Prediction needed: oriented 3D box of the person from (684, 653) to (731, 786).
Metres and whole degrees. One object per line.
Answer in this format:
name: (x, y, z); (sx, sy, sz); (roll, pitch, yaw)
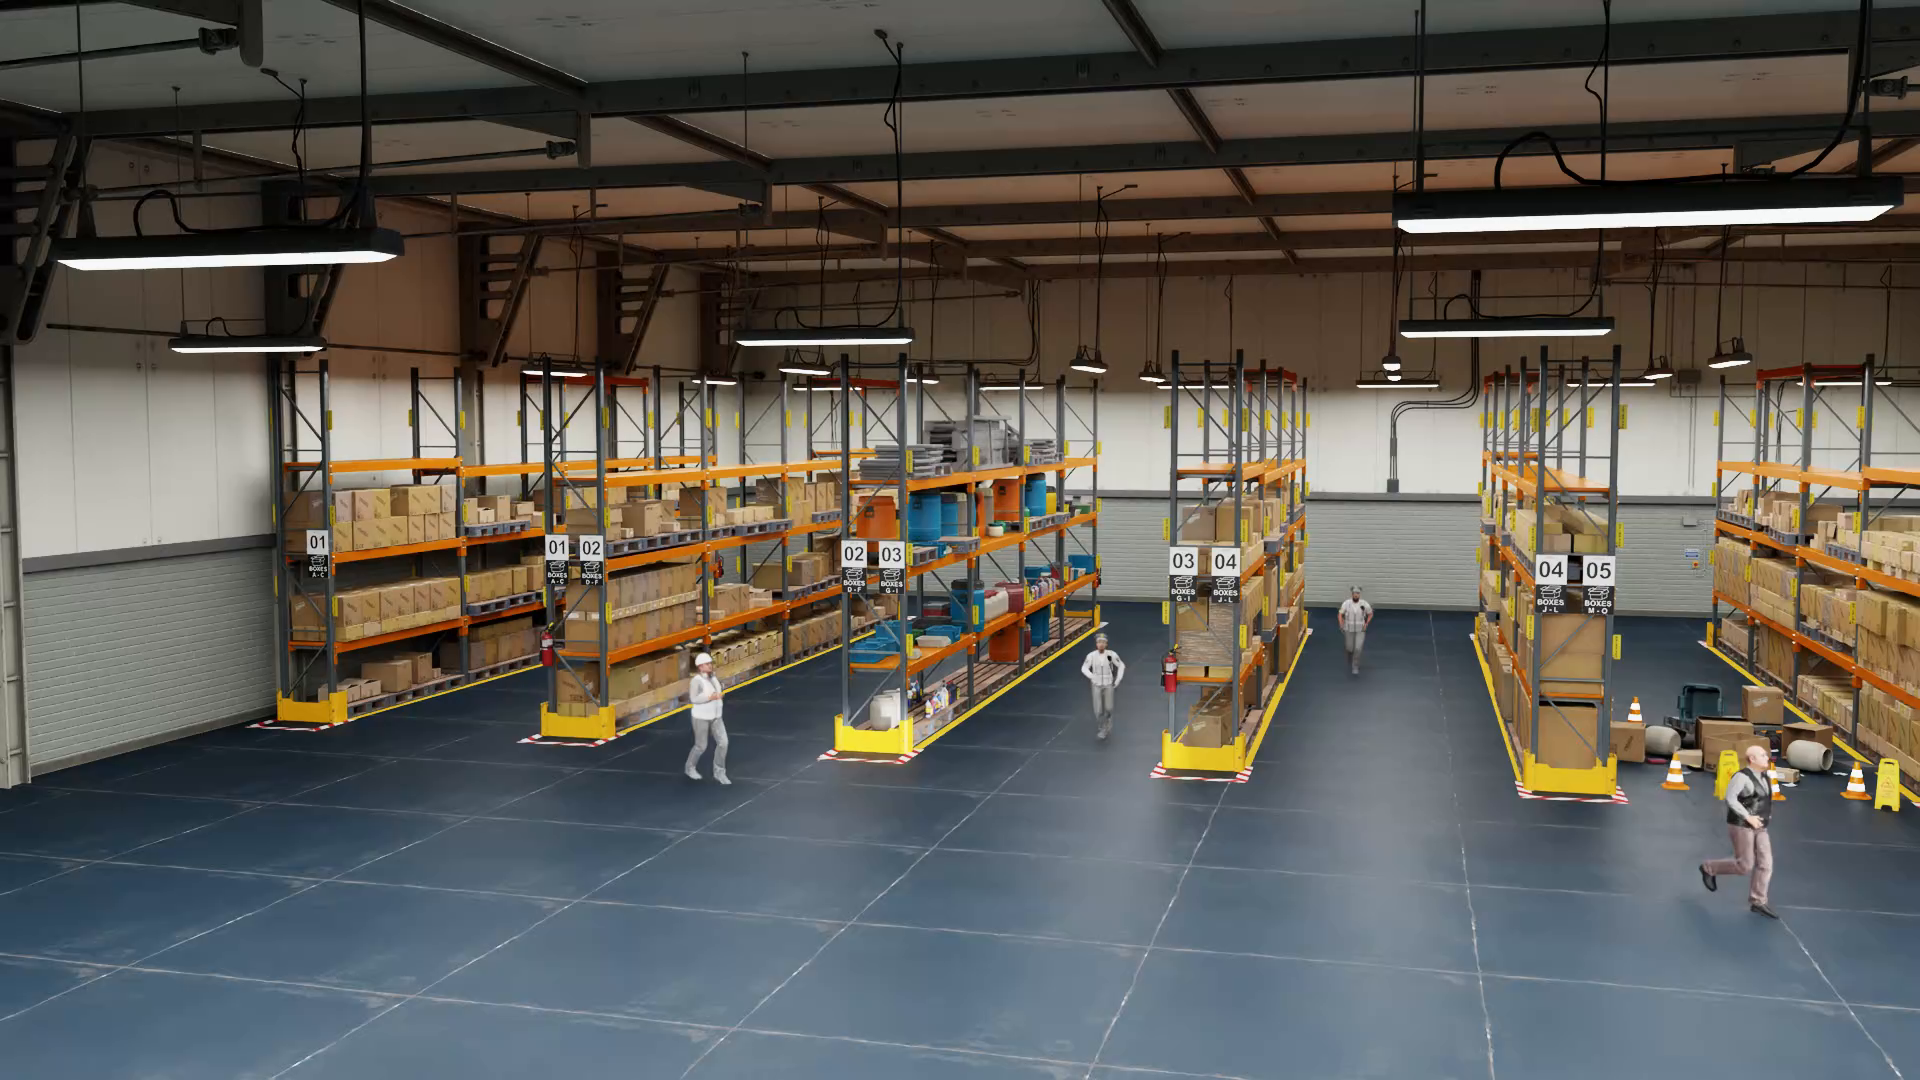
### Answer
person: (-3.486, 2.464, 22.883); (0.740, 1.820, 0.641); (3, 5, 36)

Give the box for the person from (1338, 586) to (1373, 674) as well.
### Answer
person: (7.871, 1.777, 33.085); (0.676, 1.750, 0.639); (1, 4, 14)

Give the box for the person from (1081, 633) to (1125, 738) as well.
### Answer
person: (2.242, 2.293, 26.113); (0.681, 1.655, 0.494); (0, 4, 6)

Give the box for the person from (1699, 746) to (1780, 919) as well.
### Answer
person: (8.035, 2.943, 17.033); (0.684, 1.711, 0.854); (-3, 5, -37)
